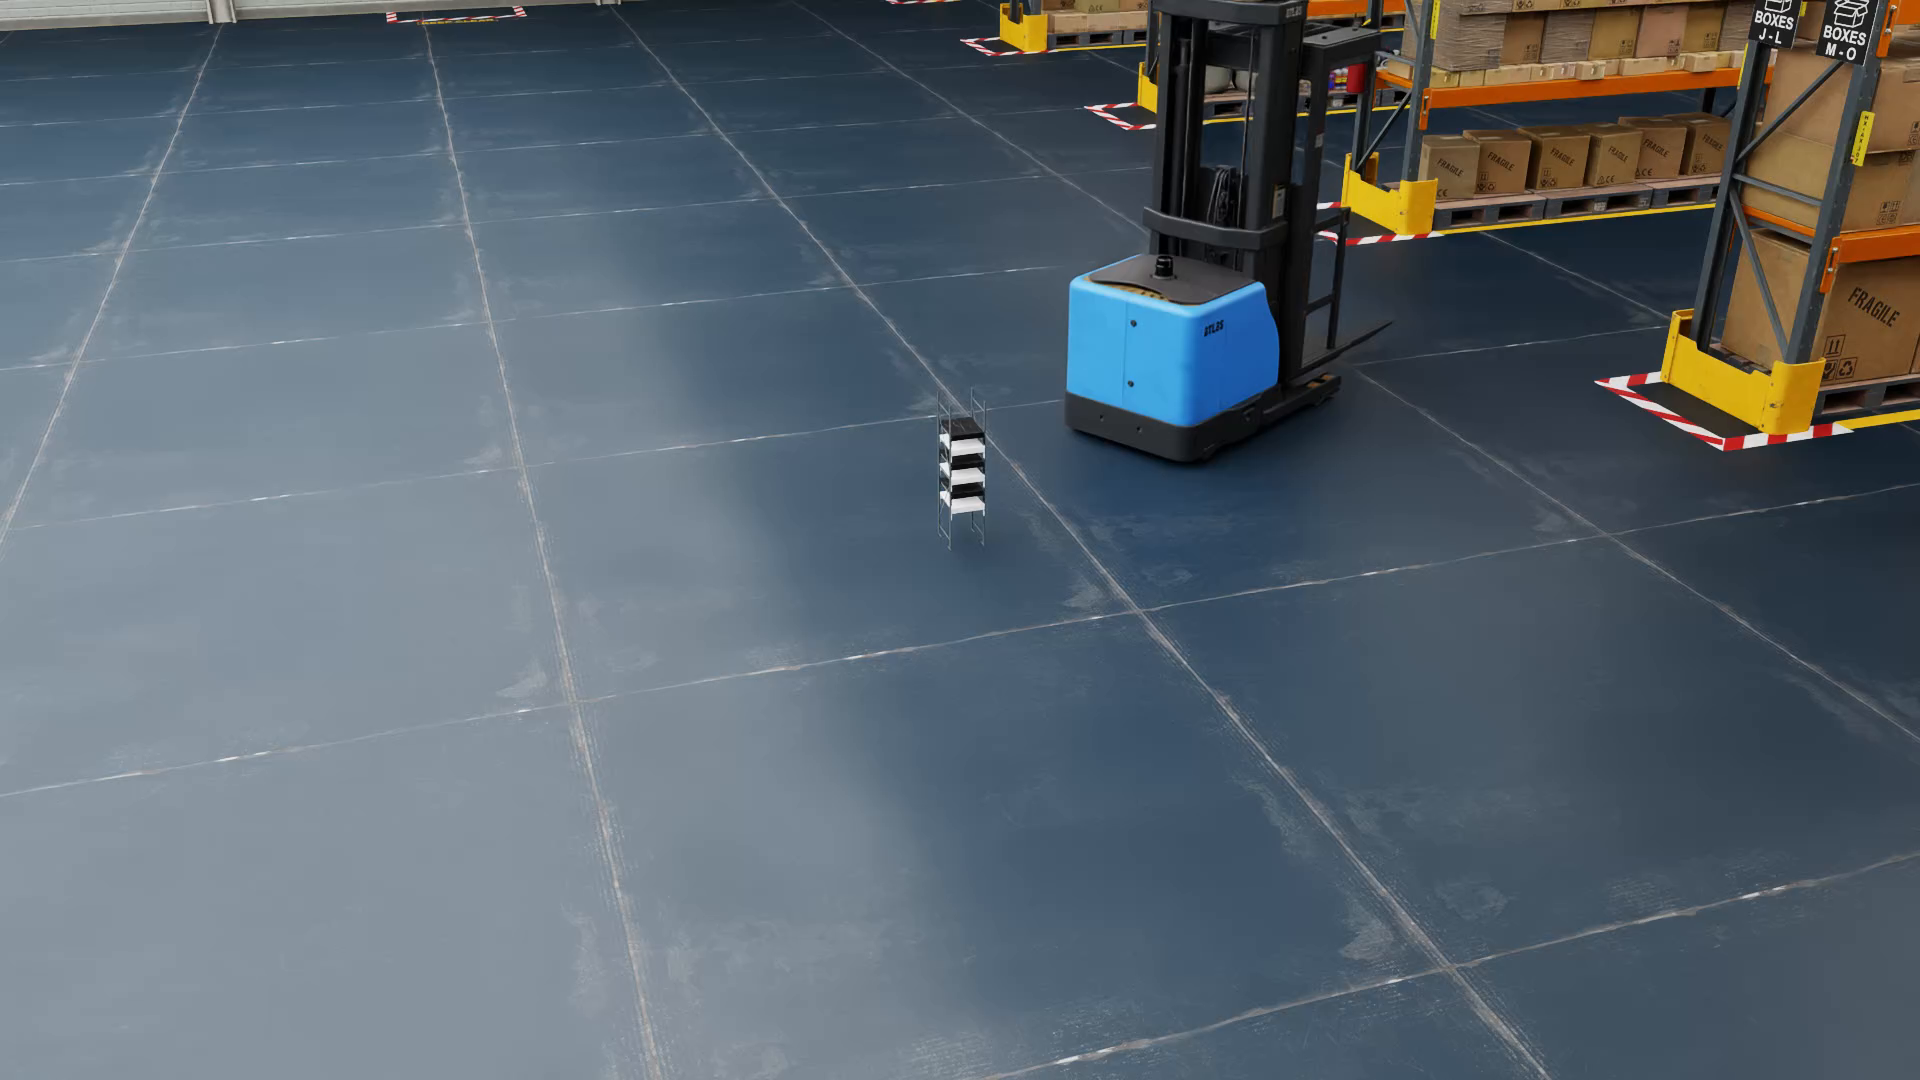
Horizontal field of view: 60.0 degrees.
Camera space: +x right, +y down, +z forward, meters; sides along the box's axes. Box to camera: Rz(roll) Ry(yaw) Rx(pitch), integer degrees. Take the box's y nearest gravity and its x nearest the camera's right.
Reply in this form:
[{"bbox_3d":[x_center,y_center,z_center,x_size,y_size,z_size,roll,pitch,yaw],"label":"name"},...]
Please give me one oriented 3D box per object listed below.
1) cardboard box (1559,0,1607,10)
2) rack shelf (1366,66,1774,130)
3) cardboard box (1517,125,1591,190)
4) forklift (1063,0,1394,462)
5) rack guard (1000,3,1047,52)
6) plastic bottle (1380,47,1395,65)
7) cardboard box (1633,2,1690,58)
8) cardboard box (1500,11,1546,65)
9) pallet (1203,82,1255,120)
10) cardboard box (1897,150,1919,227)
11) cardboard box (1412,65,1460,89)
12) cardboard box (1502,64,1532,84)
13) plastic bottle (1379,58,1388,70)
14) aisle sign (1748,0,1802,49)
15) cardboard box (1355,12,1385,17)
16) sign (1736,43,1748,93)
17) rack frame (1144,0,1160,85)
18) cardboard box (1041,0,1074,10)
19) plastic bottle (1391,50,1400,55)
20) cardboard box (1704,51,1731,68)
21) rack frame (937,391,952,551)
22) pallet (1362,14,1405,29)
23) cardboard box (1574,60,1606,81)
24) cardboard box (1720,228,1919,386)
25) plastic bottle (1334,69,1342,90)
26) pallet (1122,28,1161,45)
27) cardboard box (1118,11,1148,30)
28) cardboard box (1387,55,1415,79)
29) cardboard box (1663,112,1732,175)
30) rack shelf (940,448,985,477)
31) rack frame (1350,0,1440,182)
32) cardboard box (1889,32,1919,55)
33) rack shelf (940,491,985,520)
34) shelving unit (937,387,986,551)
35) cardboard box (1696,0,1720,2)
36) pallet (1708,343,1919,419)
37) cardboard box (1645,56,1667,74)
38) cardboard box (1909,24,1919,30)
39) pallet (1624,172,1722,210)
[{"bbox_3d":[5.569,-5.144,15.167,0.500,0.500,0.500,-8,28,-16],"label":"cardboard box"},{"bbox_3d":[5.911,-4.376,16.000,4.000,0.370,1.077,-8,28,-16],"label":"rack shelf"},{"bbox_3d":[5.767,-3.745,16.259,0.500,0.500,0.500,-6,27,-11],"label":"cardboard box"},{"bbox_3d":[2.048,-2.385,11.258,1.130,2.935,3.031,21,34,36],"label":"forklift"},{"bbox_3d":[0.922,-7.489,24.272,0.348,0.500,1.175,-8,28,-16],"label":"rack guard"},{"bbox_3d":[5.427,-6.081,21.111,0.185,0.351,0.144,-8,28,-16],"label":"plastic bottle"},{"bbox_3d":[6.435,-4.950,15.901,0.500,0.500,0.875,-8,28,-16],"label":"cardboard box"},{"bbox_3d":[4.979,-4.784,15.567,0.500,0.500,0.875,-8,28,-16],"label":"cardboard box"},{"bbox_3d":[3.307,-5.408,20.405,1.213,0.211,1.003,-8,28,-16],"label":"pallet"},{"bbox_3d":[6.304,-2.534,11.312,0.550,0.550,0.875,-8,28,-16],"label":"cardboard box"},{"bbox_3d":[4.354,-4.248,15.217,0.250,0.149,0.380,-8,28,-16],"label":"cardboard box"},{"bbox_3d":[5.071,-4.346,15.414,0.250,0.149,0.380,-8,28,-16],"label":"cardboard box"},{"bbox_3d":[5.266,-5.797,20.537,0.185,0.351,0.144,-8,28,-16],"label":"plastic bottle"},{"bbox_3d":[5.288,-3.593,10.691,0.004,0.787,0.394,-8,28,-16],"label":"aisle sign"},{"bbox_3d":[6.186,-8.212,25.538,0.500,0.250,0.500,-9,28,-18],"label":"cardboard box"},{"bbox_3d":[5.294,-3.168,11.189,0.005,0.325,0.100,-8,28,-16],"label":"sign"},{"bbox_3d":[2.475,-6.517,19.503,0.127,3.000,1.000,-8,28,-16],"label":"rack frame"},{"bbox_3d":[1.362,-8.104,24.476,0.500,0.500,0.500,-8,28,-16],"label":"cardboard box"},{"bbox_3d":[5.541,-6.130,21.293,0.135,0.276,0.152,-7,27,-14],"label":"plastic bottle"},{"bbox_3d":[7.202,-4.668,16.061,0.250,0.149,0.380,-8,28,-16],"label":"cardboard box"},{"bbox_3d":[-0.089,-0.390,9.524,0.006,0.900,0.240,-8,28,-16],"label":"rack frame"},{"bbox_3d":[6.599,-8.201,26.032,1.213,0.211,1.003,-8,28,-16],"label":"pallet"},{"bbox_3d":[5.810,-4.414,15.550,0.250,0.149,0.380,-8,28,-16],"label":"cardboard box"},{"bbox_3d":[6.073,-1.669,11.656,0.875,0.875,0.875,-8,28,-16],"label":"cardboard box"},{"bbox_3d":[4.621,-5.657,20.345,0.097,0.271,0.097,0,26,0],"label":"plastic bottle"},{"bbox_3d":[2.817,-7.652,24.926,1.213,0.211,1.003,-8,28,-16],"label":"pallet"},{"bbox_3d":[2.473,-7.687,24.480,0.500,0.250,0.500,-8,28,-16],"label":"cardboard box"},{"bbox_3d":[4.216,-4.437,15.596,0.250,0.149,0.380,-8,28,-16],"label":"cardboard box"},{"bbox_3d":[7.420,-4.004,16.780,0.500,0.500,0.500,-9,28,-18],"label":"cardboard box"},{"bbox_3d":[0.008,-0.455,9.527,0.200,0.077,0.258,-8,28,-16],"label":"rack shelf"},{"bbox_3d":[4.009,-4.423,15.285,0.127,3.000,1.000,-8,28,-16],"label":"rack frame"},{"bbox_3d":[6.308,-3.012,11.060,0.550,0.550,0.875,-8,28,-16],"label":"cardboard box"},{"bbox_3d":[0.008,-0.213,9.647,0.200,0.077,0.258,-8,28,-16],"label":"rack shelf"},{"bbox_3d":[0.008,-0.404,9.552,0.210,0.900,0.258,-8,28,-16],"label":"shelving unit"},{"bbox_3d":[6.995,-5.352,15.585,0.500,0.500,0.500,-8,28,-16],"label":"cardboard box"},{"bbox_3d":[6.185,-1.206,11.941,1.213,0.211,1.003,-8,28,-16],"label":"pallet"},{"bbox_3d":[6.495,-4.556,15.836,0.250,0.149,0.380,-8,28,-16],"label":"cardboard box"},{"bbox_3d":[9.432,-5.485,16.838,0.637,0.503,0.797,-5,27,-11],"label":"cardboard box"},{"bbox_3d":[7.185,-3.617,16.798,1.213,0.211,1.003,-8,28,-16],"label":"pallet"}]
